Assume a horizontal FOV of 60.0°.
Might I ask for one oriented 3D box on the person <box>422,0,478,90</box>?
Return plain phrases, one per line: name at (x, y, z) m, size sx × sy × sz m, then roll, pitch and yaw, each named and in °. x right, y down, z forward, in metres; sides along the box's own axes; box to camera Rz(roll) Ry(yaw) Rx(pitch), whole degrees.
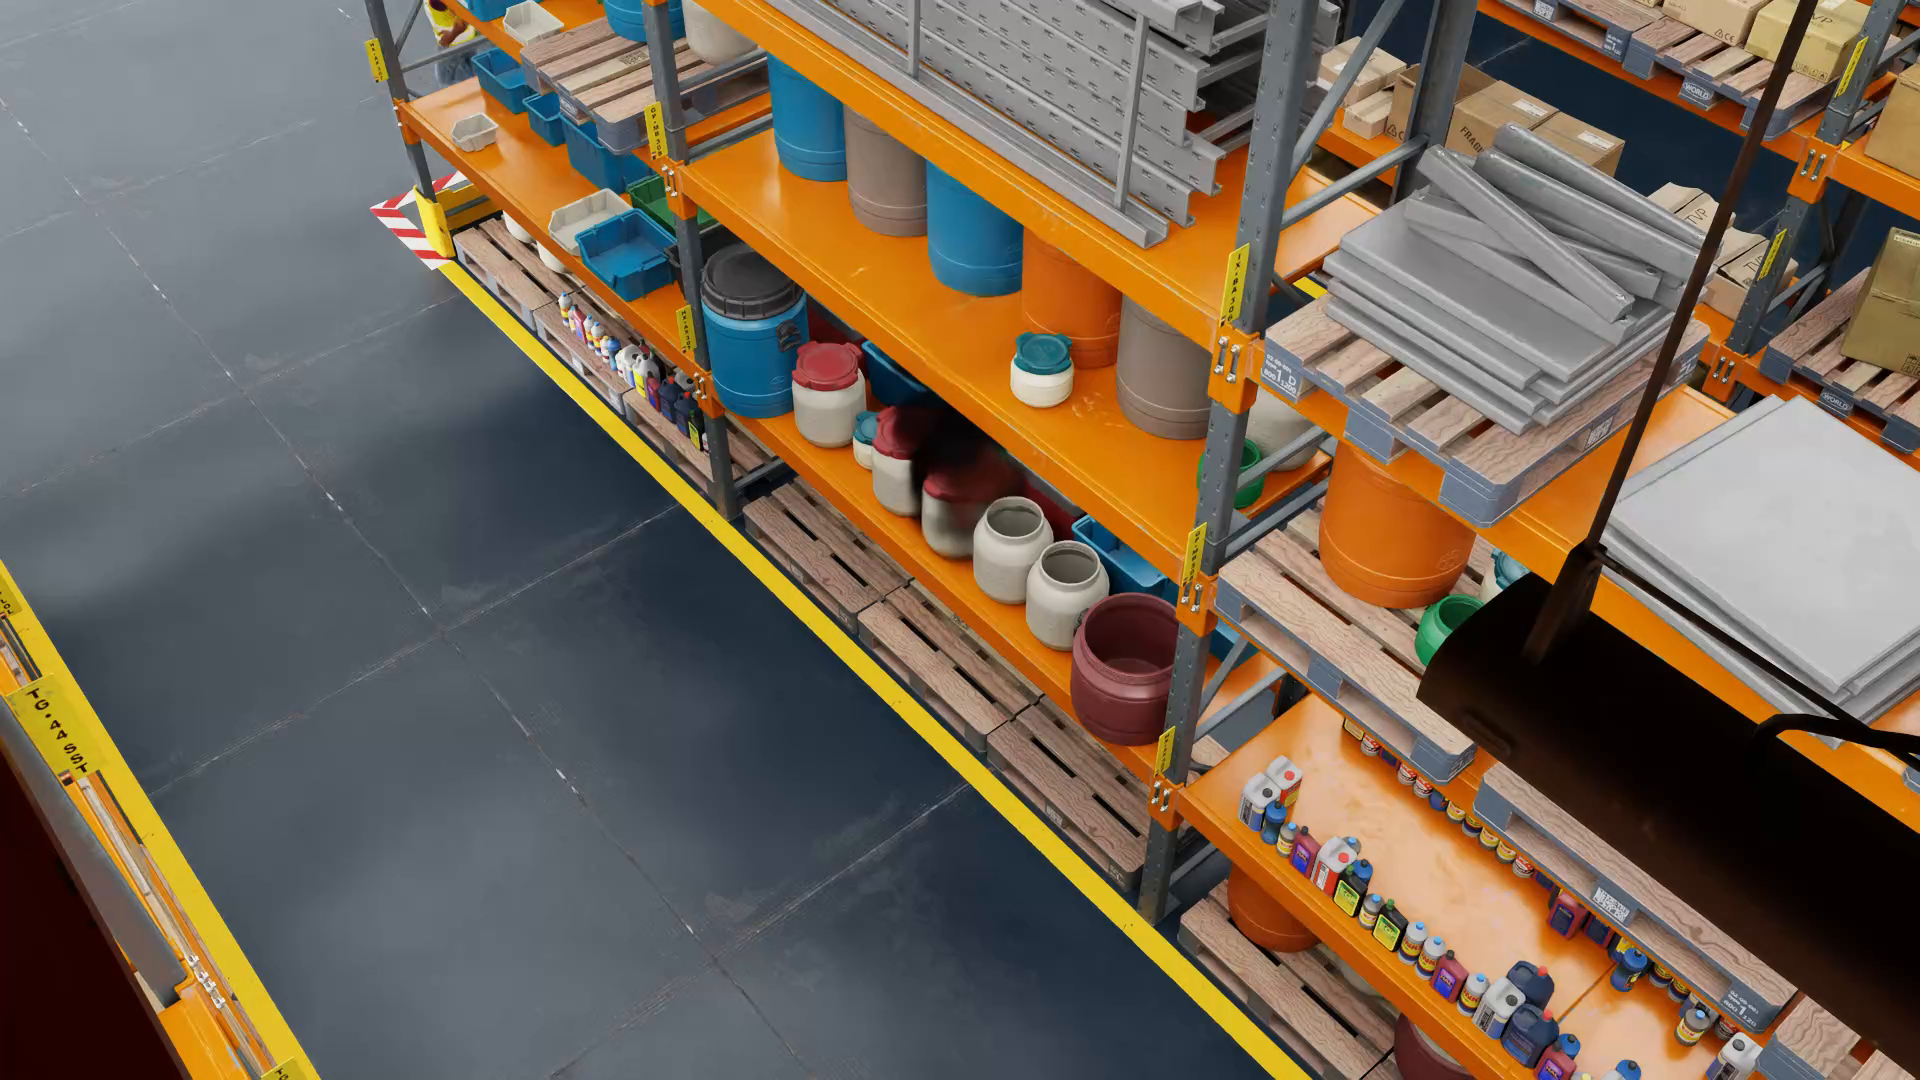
person at (-4.095, -4.204, 13.707) m, size 0.758 × 1.684 × 0.719 m, roll 1°, pitch 47°, yaw 1°
